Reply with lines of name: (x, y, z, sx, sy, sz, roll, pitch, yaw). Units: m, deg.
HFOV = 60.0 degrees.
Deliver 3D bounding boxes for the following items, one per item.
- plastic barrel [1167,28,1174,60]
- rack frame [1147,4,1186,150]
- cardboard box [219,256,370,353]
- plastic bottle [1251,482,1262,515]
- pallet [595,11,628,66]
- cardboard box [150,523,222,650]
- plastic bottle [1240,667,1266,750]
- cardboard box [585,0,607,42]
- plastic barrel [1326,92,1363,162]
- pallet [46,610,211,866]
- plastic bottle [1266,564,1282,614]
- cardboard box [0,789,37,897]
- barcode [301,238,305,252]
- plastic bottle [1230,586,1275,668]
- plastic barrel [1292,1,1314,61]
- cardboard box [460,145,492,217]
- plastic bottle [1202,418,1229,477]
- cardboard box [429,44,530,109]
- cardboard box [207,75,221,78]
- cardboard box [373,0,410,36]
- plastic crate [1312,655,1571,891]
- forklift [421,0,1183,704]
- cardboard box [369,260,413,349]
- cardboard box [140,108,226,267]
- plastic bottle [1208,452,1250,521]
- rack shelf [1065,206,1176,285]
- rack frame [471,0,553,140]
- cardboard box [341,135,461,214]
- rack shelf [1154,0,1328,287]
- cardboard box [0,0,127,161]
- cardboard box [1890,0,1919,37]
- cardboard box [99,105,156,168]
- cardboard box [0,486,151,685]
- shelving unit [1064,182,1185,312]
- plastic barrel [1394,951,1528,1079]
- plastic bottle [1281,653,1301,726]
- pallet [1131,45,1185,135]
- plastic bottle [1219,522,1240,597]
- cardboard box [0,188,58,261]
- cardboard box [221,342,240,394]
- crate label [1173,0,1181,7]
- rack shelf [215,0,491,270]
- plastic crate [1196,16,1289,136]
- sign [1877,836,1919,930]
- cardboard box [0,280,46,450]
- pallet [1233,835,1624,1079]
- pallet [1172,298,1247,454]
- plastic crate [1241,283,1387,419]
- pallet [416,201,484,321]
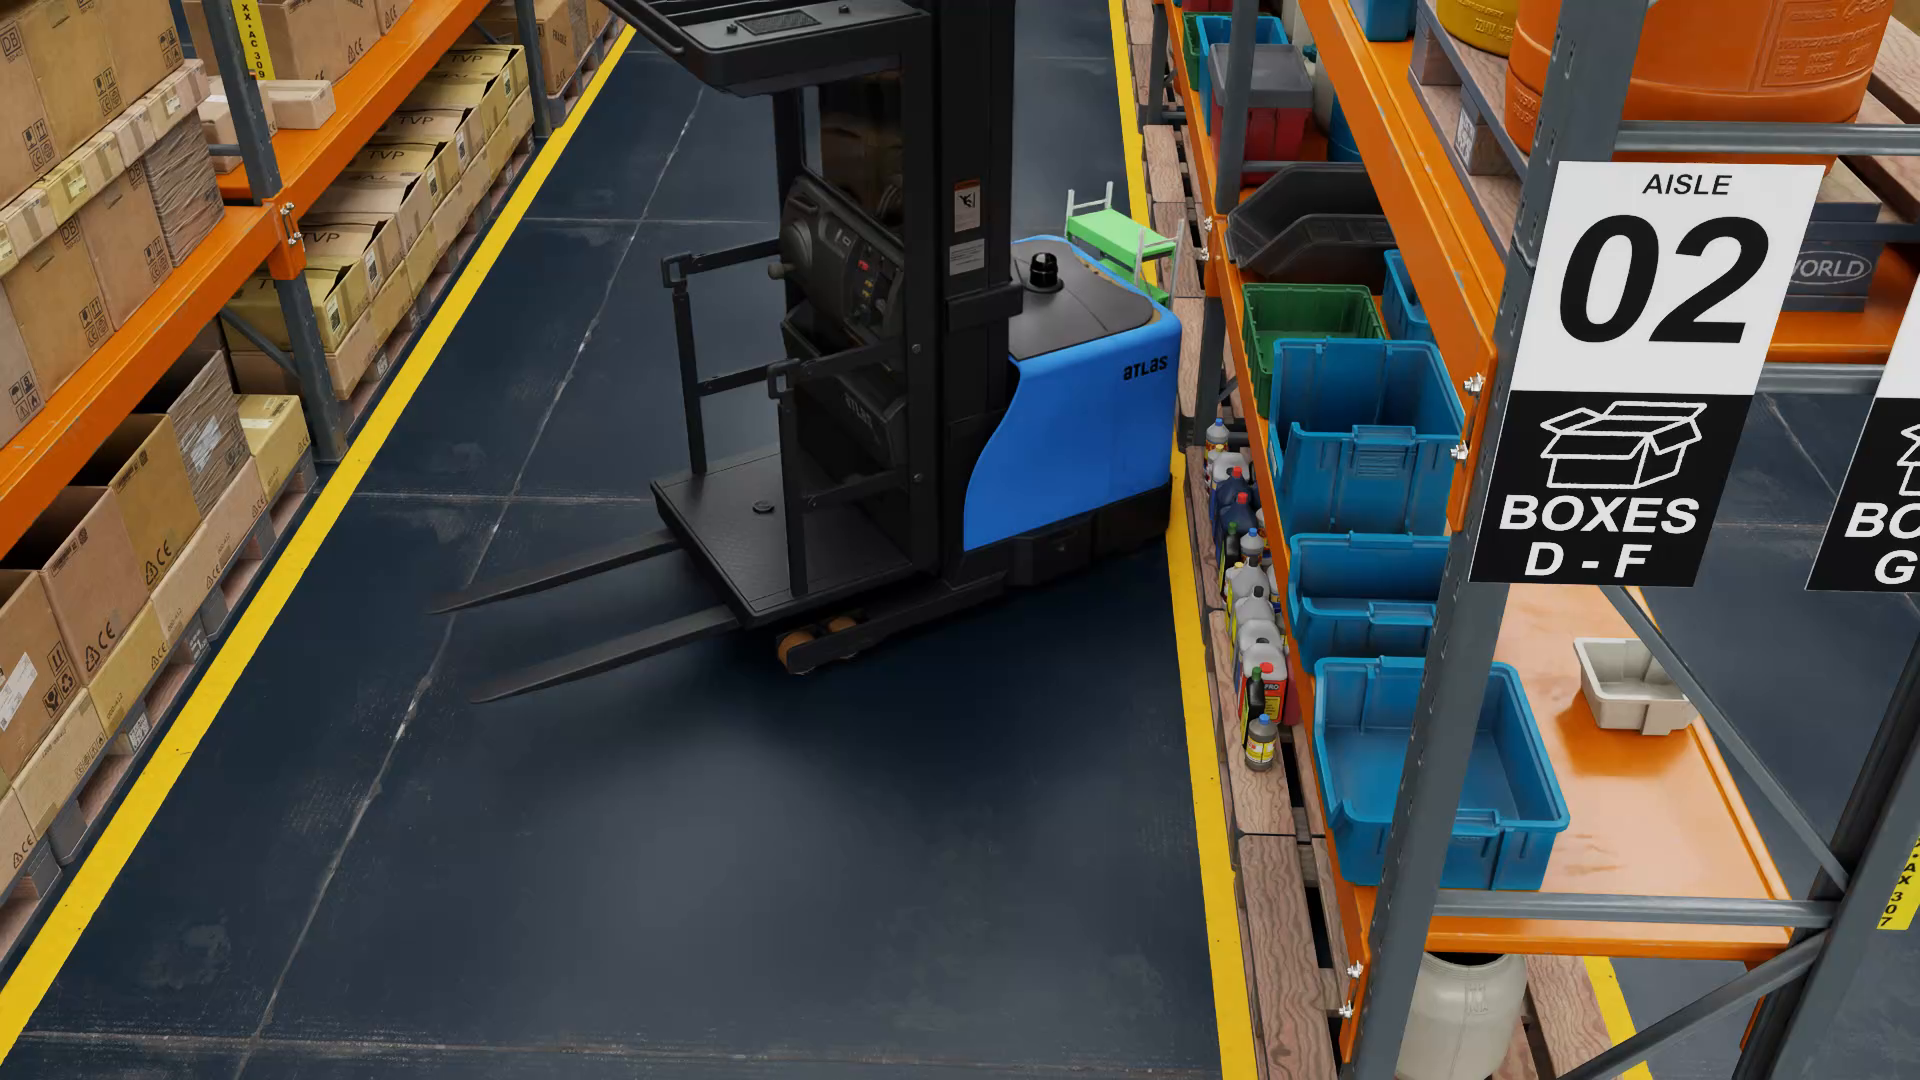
plastic barrel: (1.658, -3.572, 11.523, 0.421, 0.512, 0.421, 0, 35, 0)
rack frame: (1.722, -3.811, 10.063, 1.000, 3.000, 0.127, 1, 35, 2)
cardboard box: (-3.122, -1.137, 7.797, 0.500, 0.311, 0.500, 1, 35, 2)
plastic bottle: (1.258, -0.151, 6.778, 0.144, 0.351, 0.185, 1, 35, 2)
pallet: (-3.108, -3.913, 12.635, 1.003, 0.211, 1.213, 1, 35, 2)
cardboard box: (-3.223, 0.170, 6.425, 0.500, 0.250, 0.500, 1, 35, 2)
plastic bottle: (1.023, 0.584, 5.790, 0.061, 0.283, 0.133, 2, 35, 3)
cardboard box: (-2.883, -3.928, 12.022, 0.500, 0.500, 0.500, 1, 35, 1)
plastic barrel: (1.880, -1.932, 6.955, 0.600, 0.901, 0.708, 1, 35, 2)
pallet: (-3.508, 0.671, 6.112, 1.003, 0.211, 1.213, 1, 35, 2)
plastic bottle: (1.239, 0.218, 6.318, 0.152, 0.276, 0.135, 1, 35, 2)
cardboard box: (-3.288, 1.032, 5.199, 0.500, 0.250, 0.500, 1, 35, 2)
barcode: (-2.962, -1.316, 7.470, 0.001, 0.075, 0.075, 1, 35, 2)
plastic bottle: (1.082, 0.305, 6.128, 0.144, 0.351, 0.185, 3, 35, 4)
plastic barrel: (1.848, -2.534, 8.129, 0.433, 0.535, 0.433, 0, 35, 0)
cardboard box: (-3.045, -2.081, 9.628, 0.500, 0.250, 0.500, 2, 35, 3)
plastic bottle: (1.111, -0.403, 7.205, 0.097, 0.271, 0.097, 0, 35, 0)
cardboard box: (-3.002, -2.897, 10.301, 0.500, 0.311, 0.500, 2, 35, 3)
cardboard box: (-3.536, -2.083, 7.723, 0.396, 0.266, 0.258, 1, 35, 1)
cardboard box: (-3.278, -3.004, 8.828, 0.500, 0.500, 0.500, 0, 35, -1)
plastic crate: (1.122, 0.552, 3.985, 0.499, 0.251, 0.616, 1, 35, 2)
forklift: (-0.627, -1.023, 6.157, 3.031, 2.935, 1.130, -18, 39, -24)
cardboard box: (-3.102, -1.195, 8.368, 0.500, 0.250, 0.500, 2, 35, 3)
cardboard box: (-3.399, -1.415, 6.567, 0.700, 0.500, 0.500, 0, 35, 1)
plastic bottle: (1.125, -0.219, 6.939, 0.152, 0.276, 0.135, 3, 35, 4)
rack shelf: (0.711, -1.301, 7.321, 0.258, 0.148, 0.480, -18, 39, -30)
rack frame: (-3.227, -3.927, 10.229, 1.000, 3.000, 0.127, 1, 35, 2)
cardboard box: (-3.062, -2.020, 9.054, 0.500, 0.311, 0.500, 2, 35, 3)
rack shelf: (1.642, -2.367, 8.635, 1.077, 0.370, 4.000, 1, 35, 2)
cardboard box: (-3.418, -1.655, 5.781, 0.700, 0.500, 0.500, 1, 35, 2)
cardboard box: (6.720, -3.395, 10.954, 1.225, 0.875, 0.875, 0, 35, 0)
cardboard box: (-3.205, -1.482, 6.098, 0.380, 0.149, 0.250, 0, 35, 1)
cardboard box: (-3.242, 0.151, 5.801, 0.500, 0.500, 0.500, 1, 35, 2)
shelving unit: (0.688, -0.952, 7.547, 0.258, 1.200, 0.503, -18, 39, -30)
plastic barrel: (1.351, 1.252, 4.658, 0.421, 0.512, 0.421, 0, 35, 0)
plastic bottle: (1.180, 0.510, 5.896, 0.061, 0.283, 0.133, 1, 35, 2)
pallet: (1.712, -3.124, 11.511, 1.003, 0.211, 1.213, 1, 35, 2)
plastic bottle: (1.059, 0.075, 6.514, 0.061, 0.283, 0.133, 3, 35, 4)
cardboard box: (-3.237, -1.045, 5.477, 0.380, 0.149, 0.250, 2, 35, 3)
cardboard box: (-3.661, -0.921, 7.978, 0.500, 0.250, 0.500, 1, 35, 1)
crate label: (1.412, -3.260, 9.250, 0.502, 0.435, 0.616, 1, 35, 2)
rack shelf: (-3.307, -2.484, 8.801, 1.077, 0.370, 4.000, 1, 35, 2)
plastic crate: (1.295, -2.147, 7.710, 0.392, 0.384, 0.575, 1, 35, 2)
sign: (1.950, 0.688, 3.422, 0.100, 0.325, 0.005, 1, 35, 2)
cardboard box: (-3.457, -0.529, 5.307, 0.700, 0.500, 0.500, 2, 35, 3)
pallet: (1.395, 1.415, 5.053, 1.003, 0.211, 1.213, 1, 35, 2)
pallet: (1.554, -0.824, 8.238, 1.003, 0.211, 1.213, 1, 35, 2)
plastic crate: (1.225, -0.652, 5.754, 0.450, 0.188, 0.662, 1, 35, 2)
pallet: (-3.351, -1.615, 9.364, 1.003, 0.211, 1.213, 1, 35, 2)
